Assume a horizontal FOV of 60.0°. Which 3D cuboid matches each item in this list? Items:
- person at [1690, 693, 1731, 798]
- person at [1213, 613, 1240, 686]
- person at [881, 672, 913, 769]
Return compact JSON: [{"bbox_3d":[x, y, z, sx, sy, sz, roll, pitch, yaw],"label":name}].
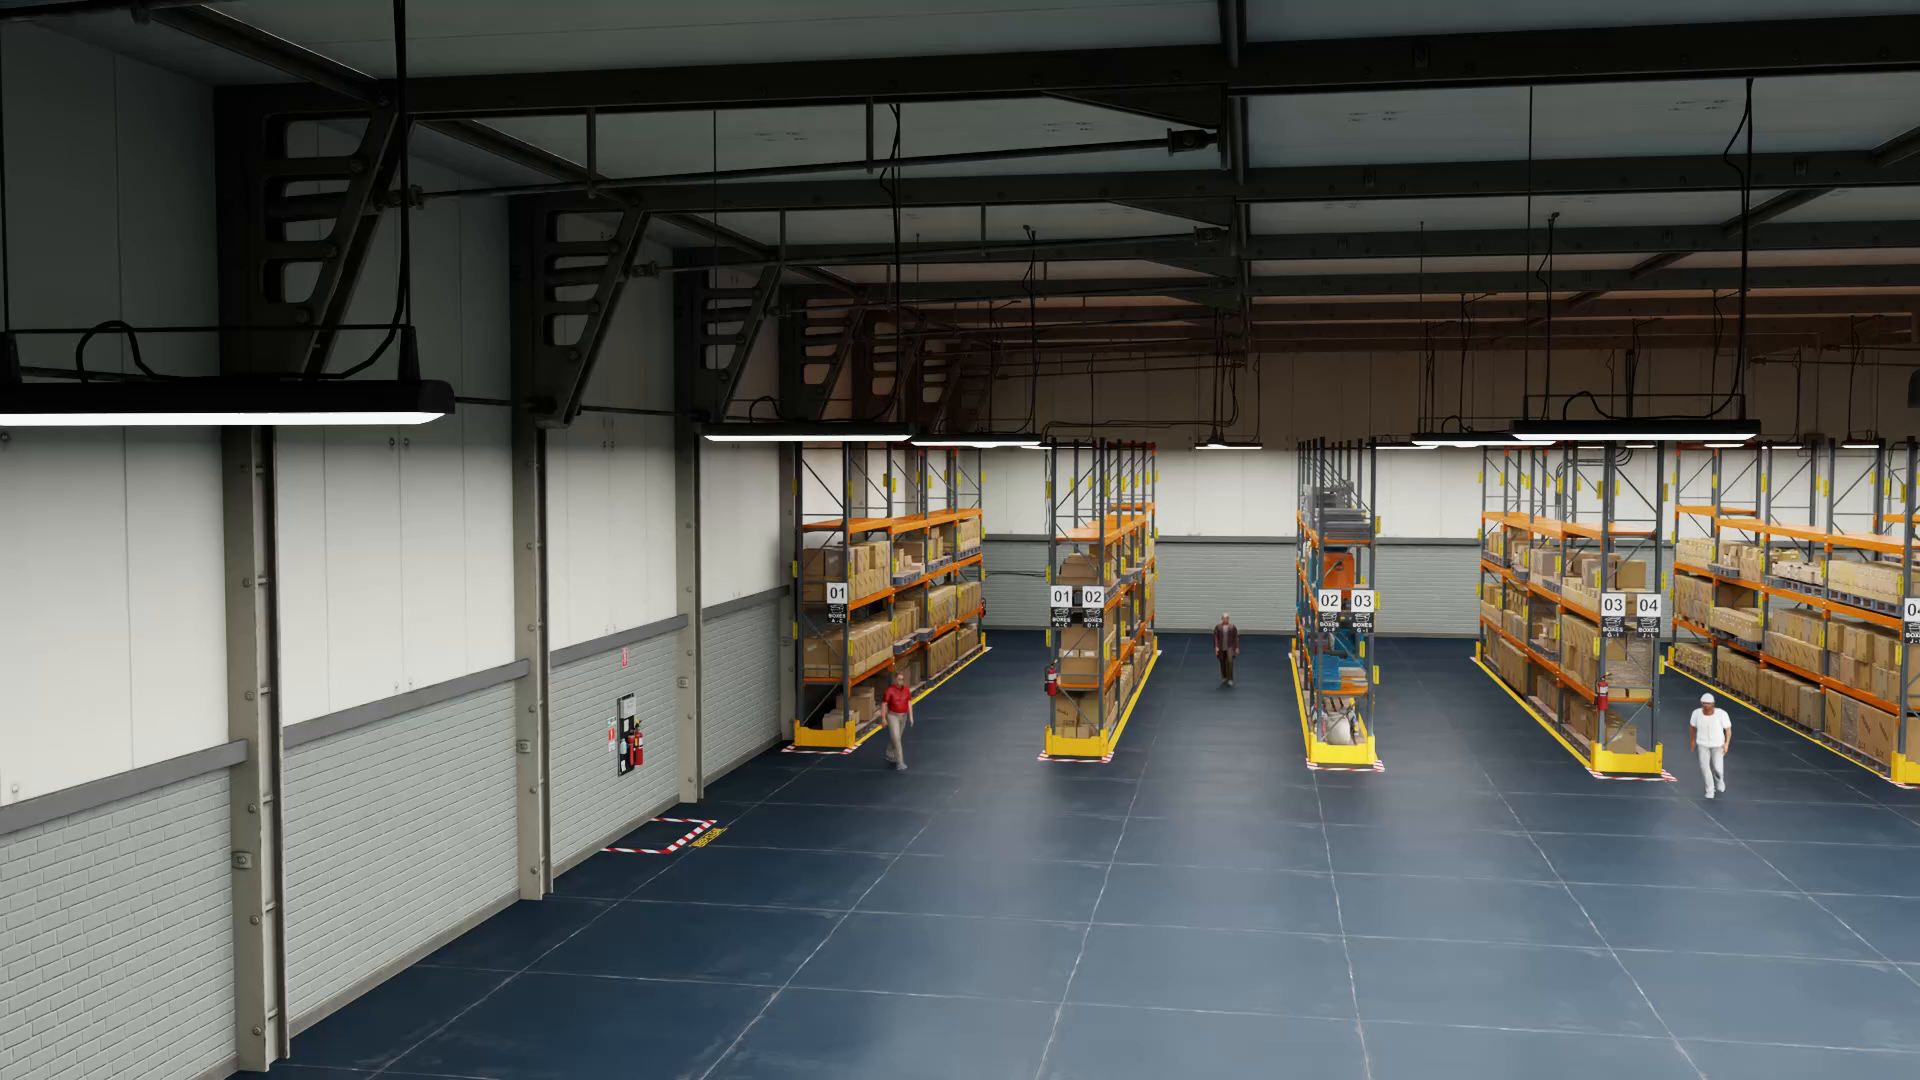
[{"bbox_3d":[12.492,3.393,27.675,0.622,1.732,0.717,2,4,31],"label":"person"},{"bbox_3d":[6.520,2.668,40.770,0.629,1.740,0.993,1,3,18],"label":"person"},{"bbox_3d":[-1.119,3.251,30.298,0.571,1.682,0.946,-3,4,-42],"label":"person"}]
